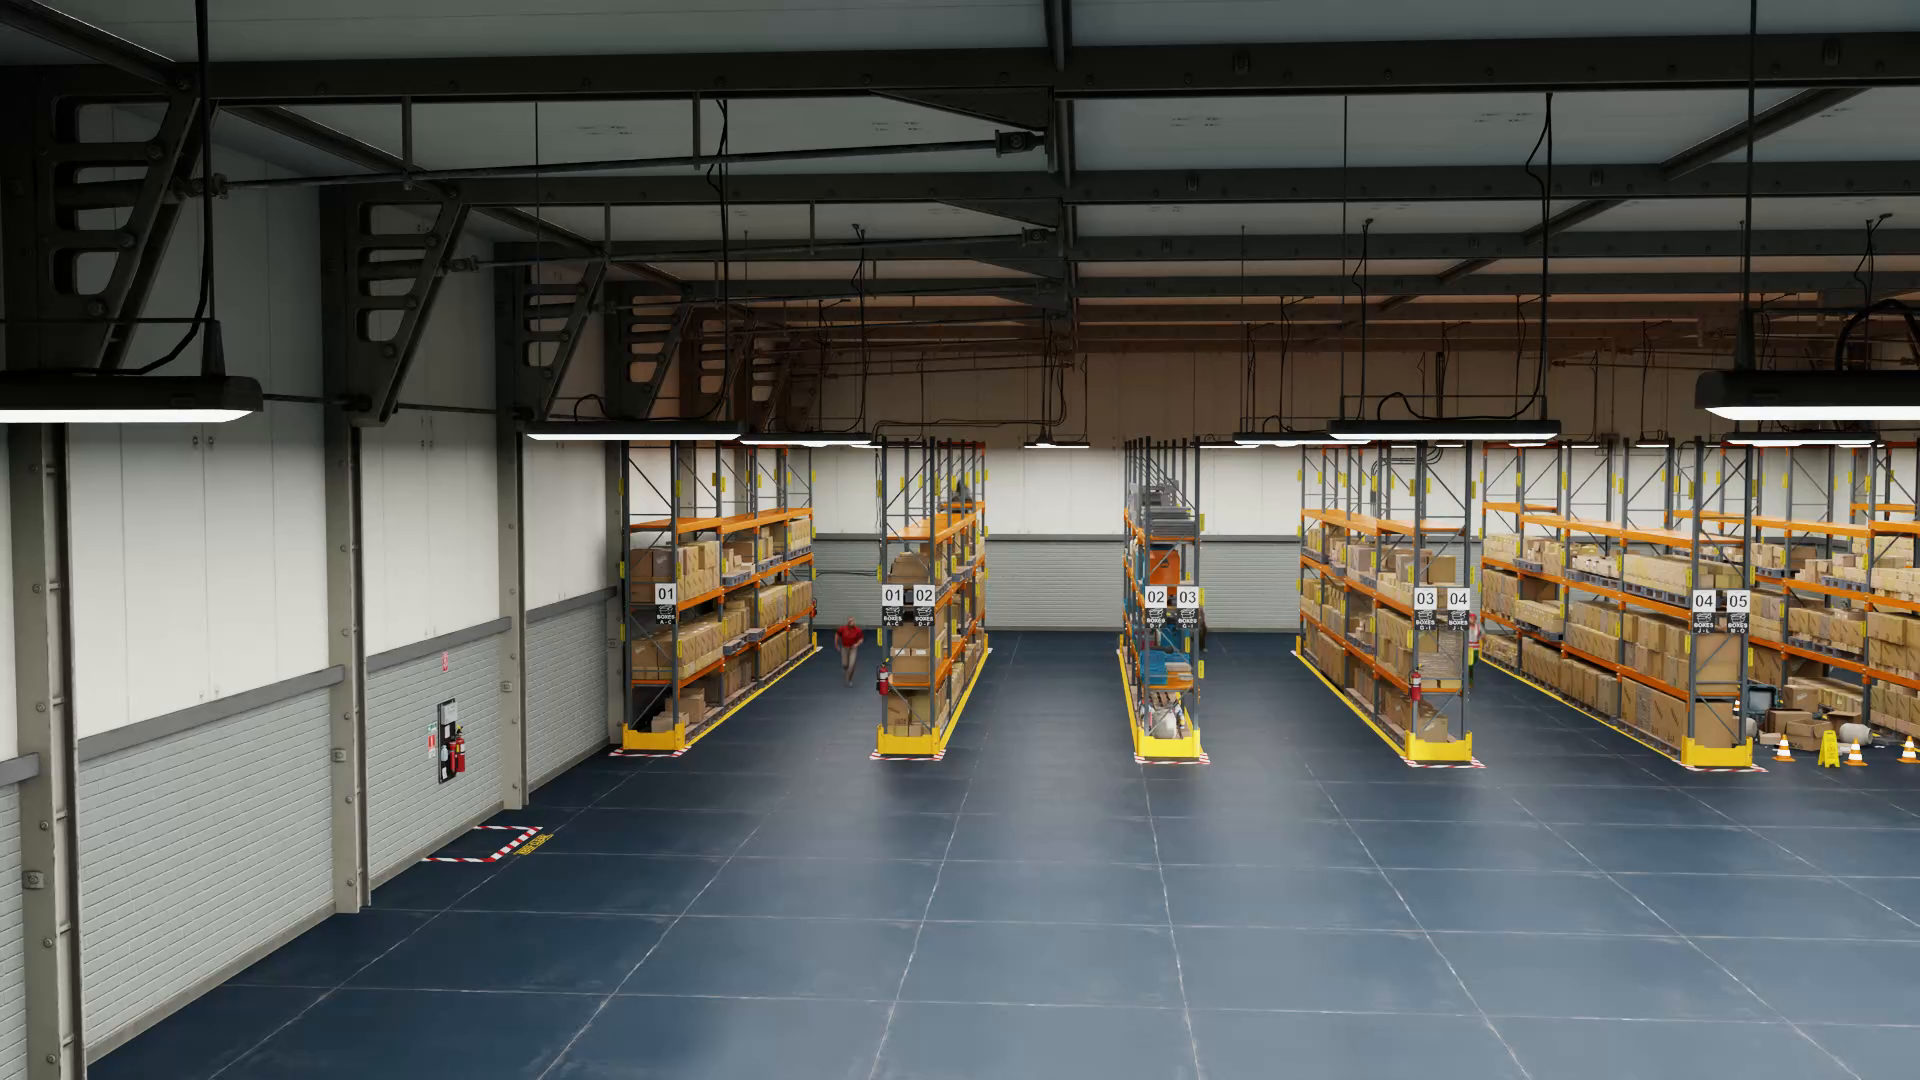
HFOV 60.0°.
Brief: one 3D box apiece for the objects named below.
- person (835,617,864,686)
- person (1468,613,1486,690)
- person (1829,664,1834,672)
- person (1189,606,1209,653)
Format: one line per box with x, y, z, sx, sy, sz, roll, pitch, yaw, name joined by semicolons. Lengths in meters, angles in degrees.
-2.715;2.729;40.774;0.702;1.678;0.704;0;3;-2;person
12.426;2.682;40.374;0.622;1.836;1.009;0;3;-2;person
21.818;2.711;42.022;0.543;1.559;0.544;-1;3;-10;person
6.687;2.341;47.265;0.706;1.718;0.783;-2;4;-35;person
